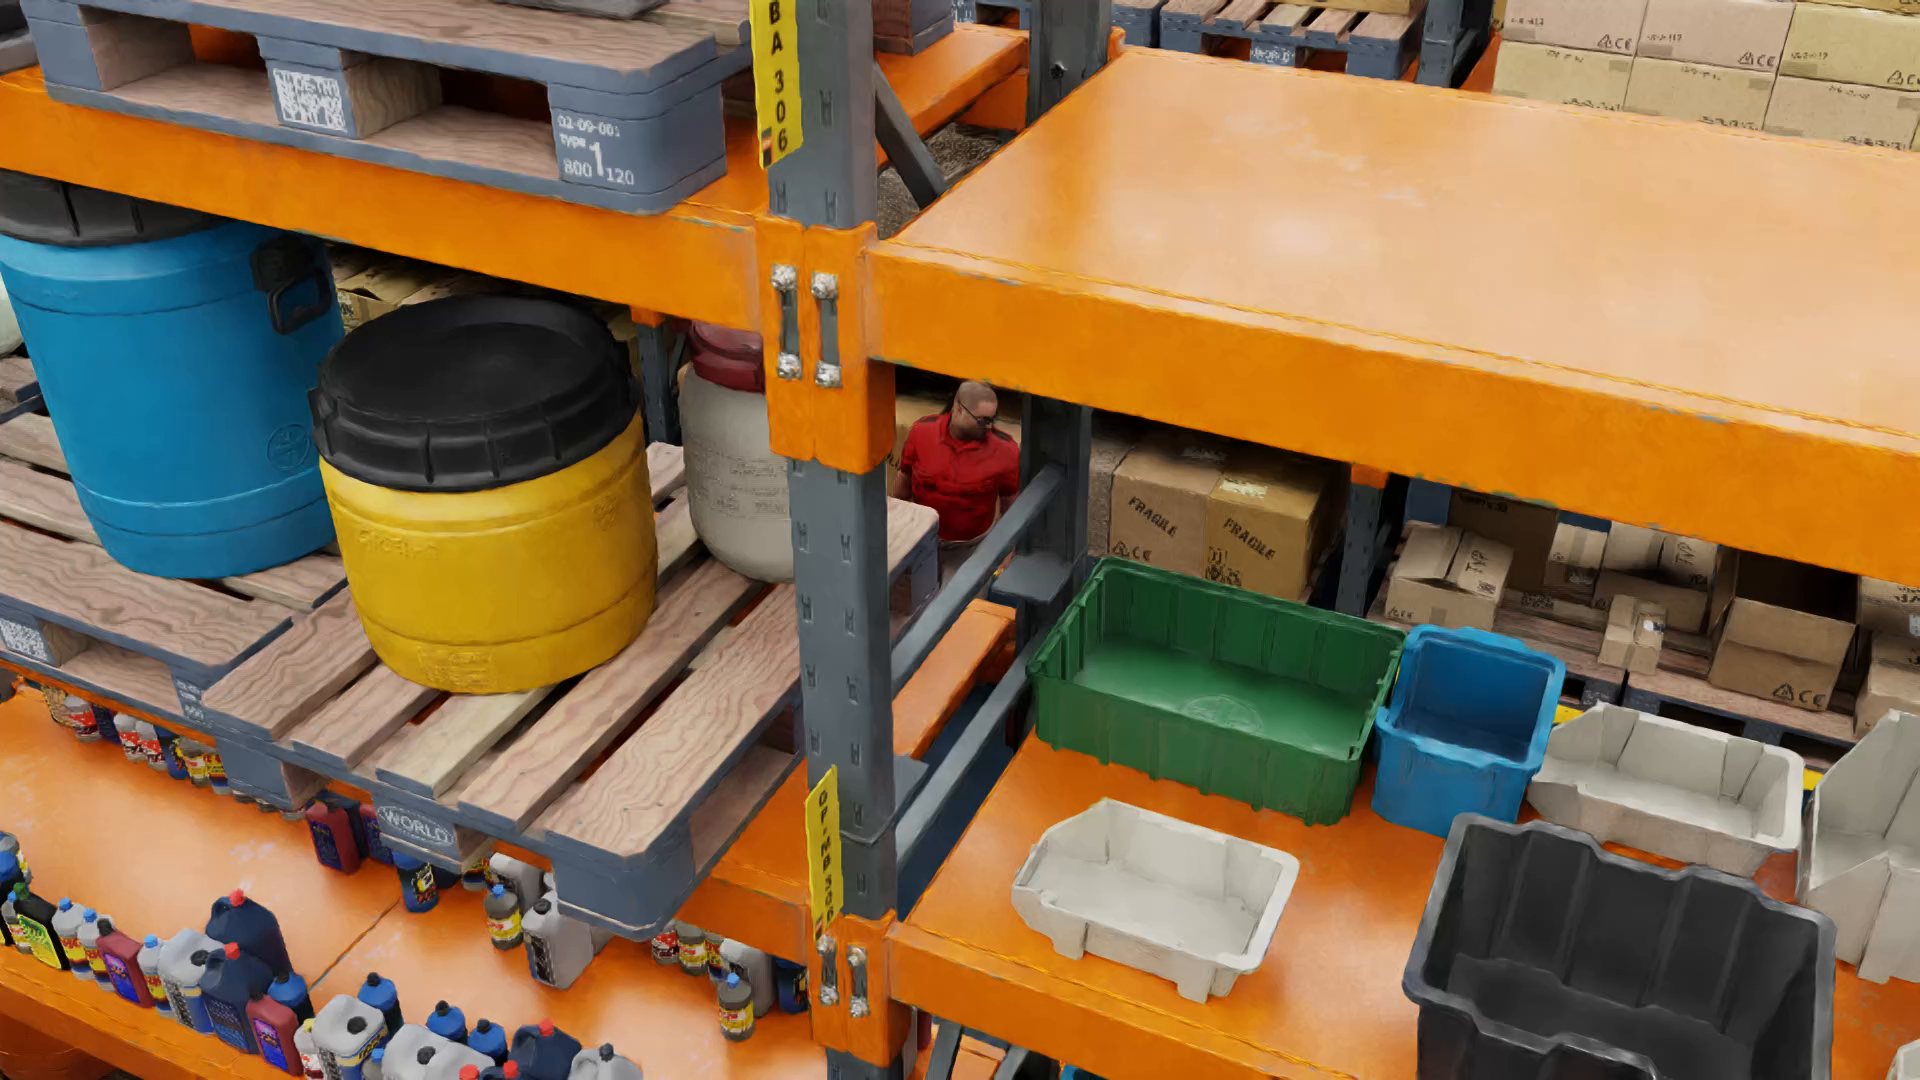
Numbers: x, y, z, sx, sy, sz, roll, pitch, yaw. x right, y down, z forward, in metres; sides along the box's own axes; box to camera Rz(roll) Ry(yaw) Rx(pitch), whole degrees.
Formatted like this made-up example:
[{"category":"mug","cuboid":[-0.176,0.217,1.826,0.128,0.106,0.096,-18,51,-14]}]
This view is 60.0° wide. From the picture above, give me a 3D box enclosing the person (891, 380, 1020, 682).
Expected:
[{"category":"person","cuboid":[-0.087,0.014,7.504,0.675,1.697,0.506,16,37,23]}]
